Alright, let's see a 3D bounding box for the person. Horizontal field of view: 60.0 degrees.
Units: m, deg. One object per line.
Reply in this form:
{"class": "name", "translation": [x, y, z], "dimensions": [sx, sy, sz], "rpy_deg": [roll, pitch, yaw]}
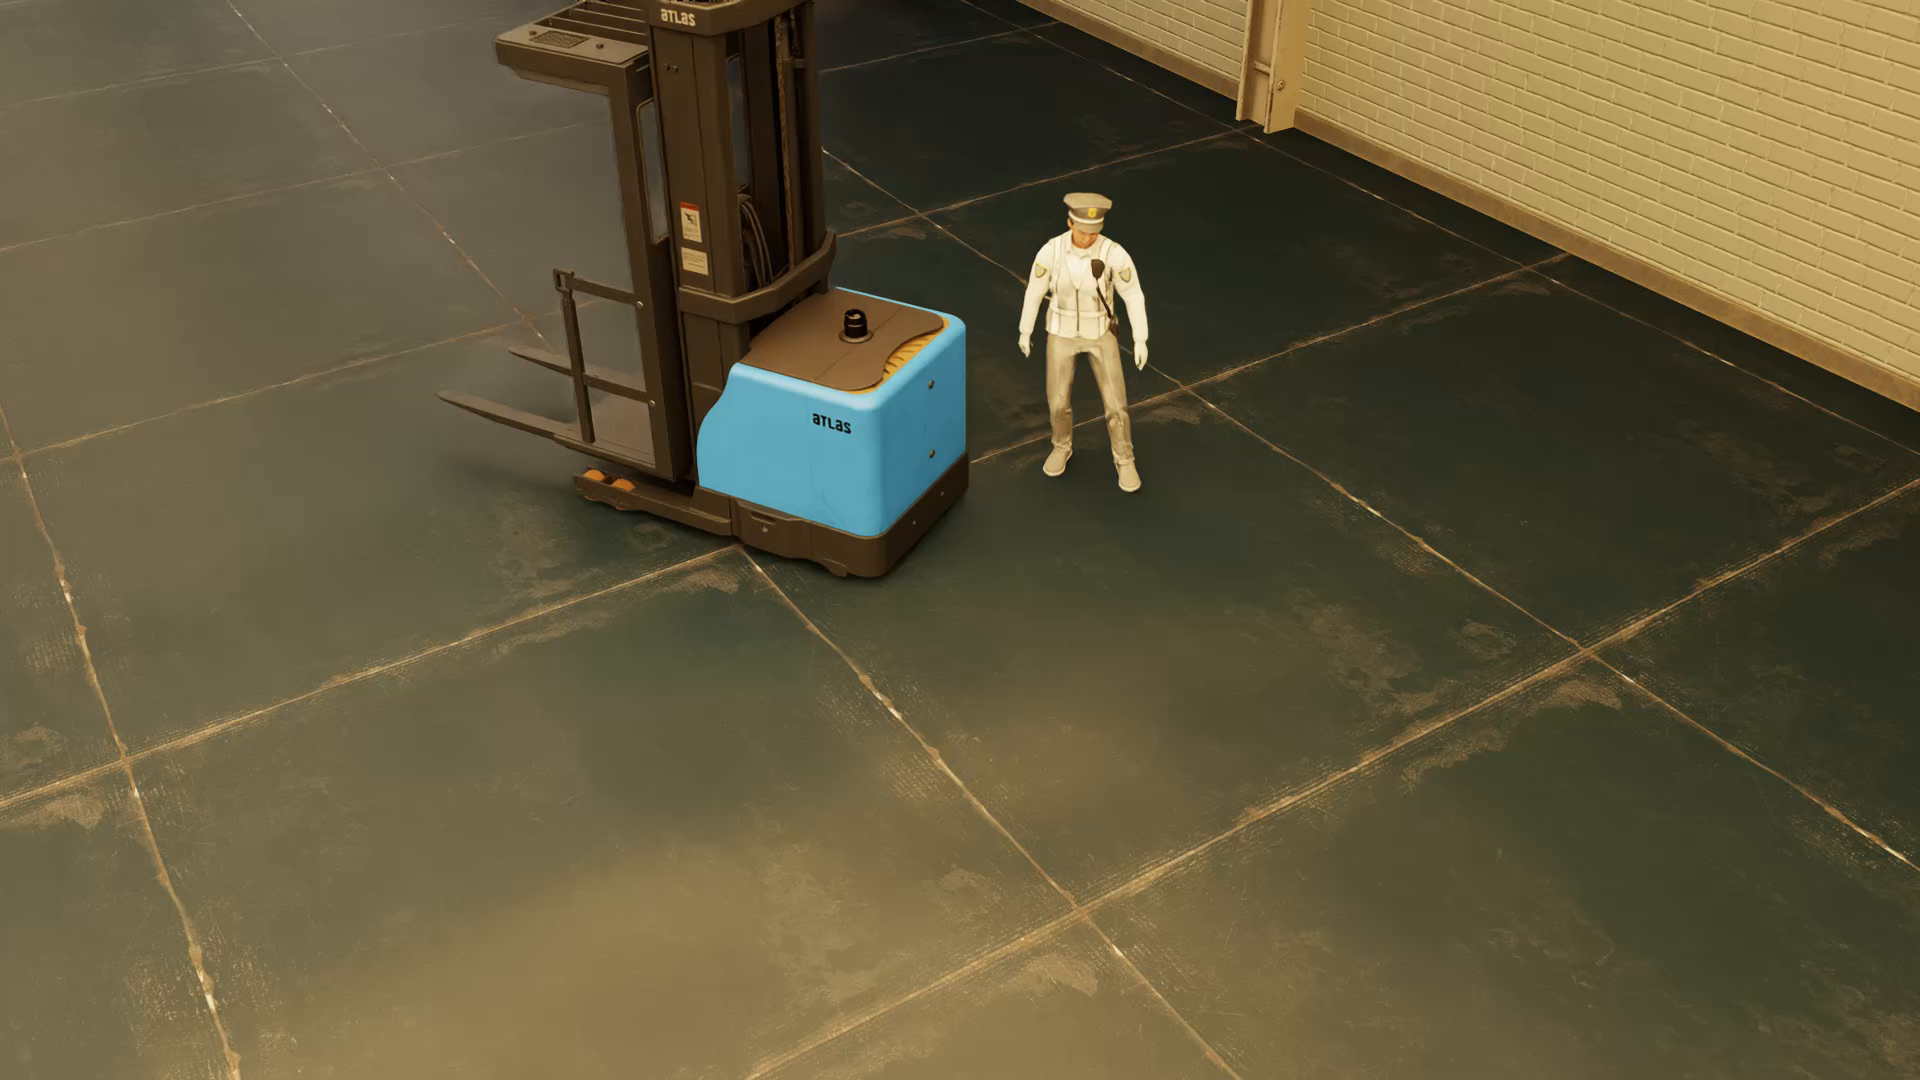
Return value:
{"class": "person", "translation": [0.658, -1.059, 8.782], "dimensions": [0.713, 1.642, 0.376], "rpy_deg": [6, 36, 8]}

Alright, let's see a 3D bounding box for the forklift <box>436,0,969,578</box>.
{"class": "forklift", "translation": [-1.499, -1.606, 8.433], "dimensions": [3.031, 2.935, 1.130], "rpy_deg": [17, 39, 23]}
